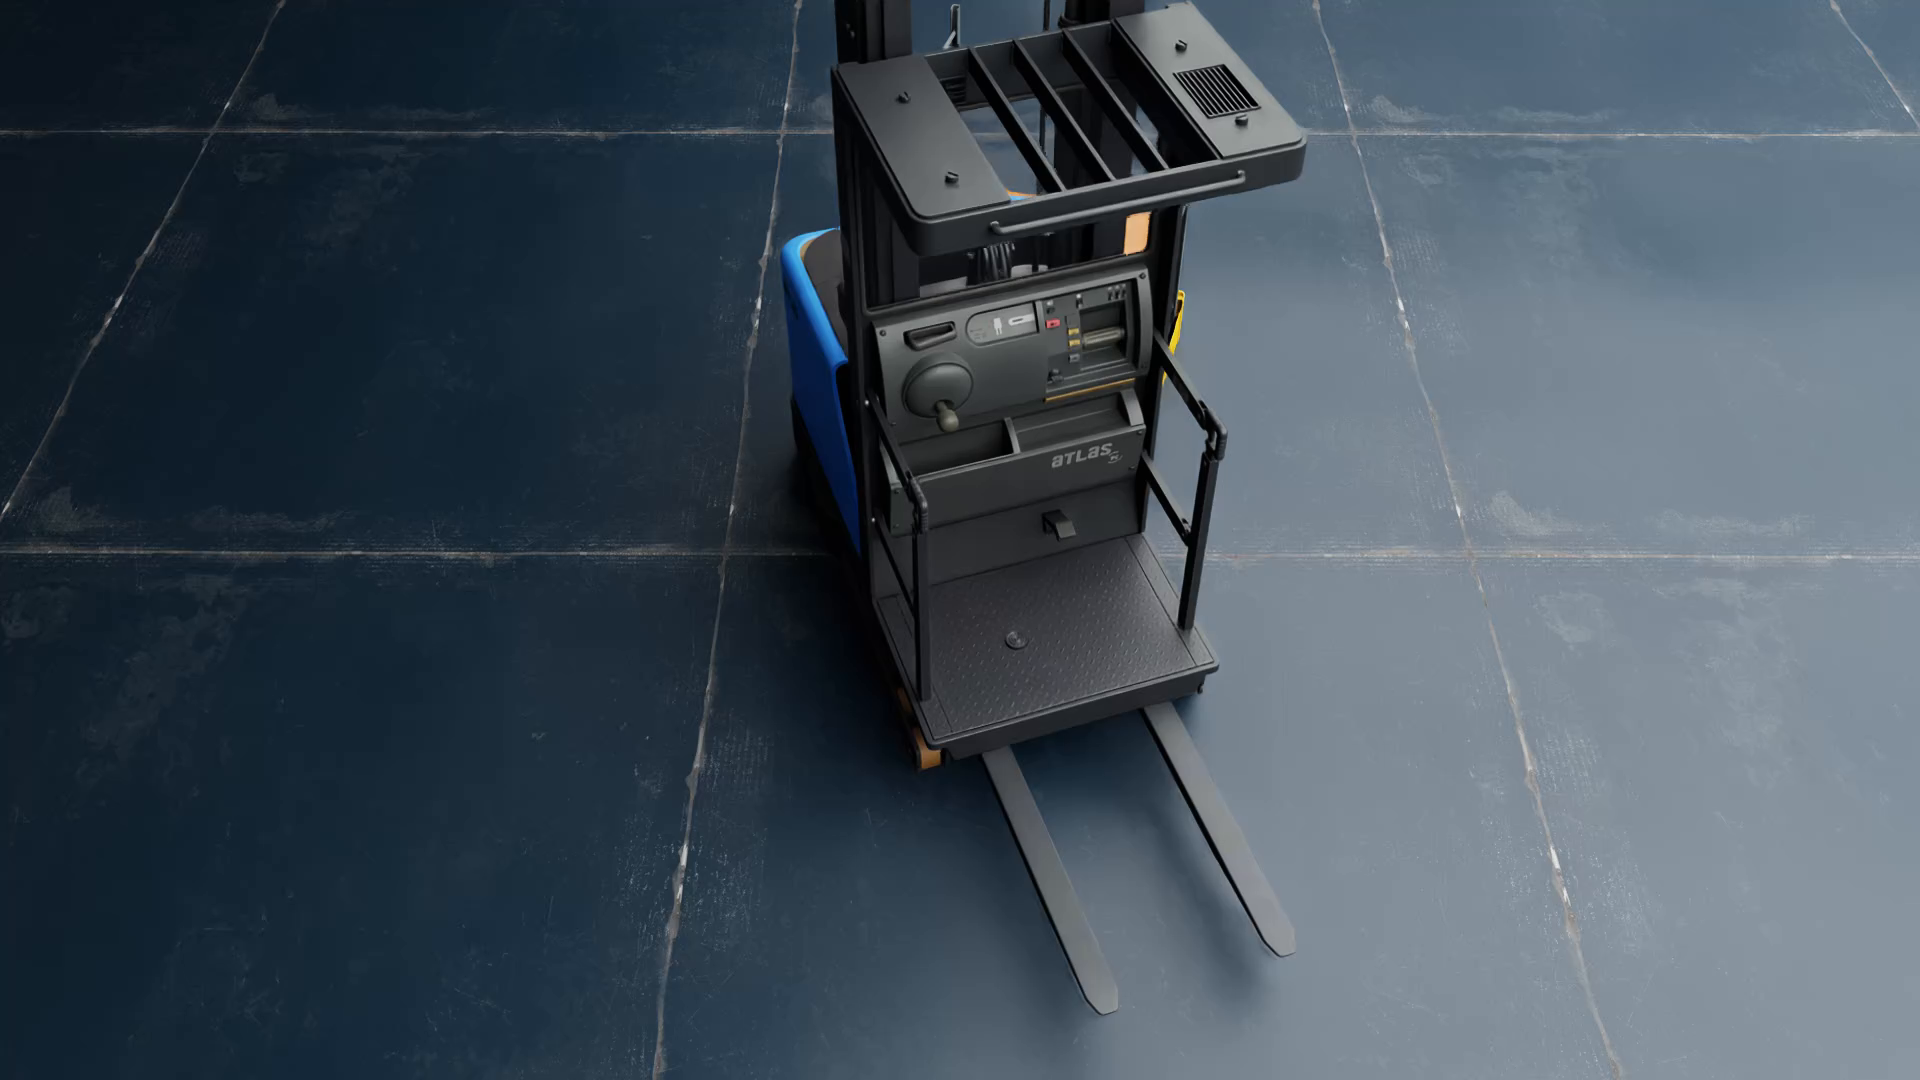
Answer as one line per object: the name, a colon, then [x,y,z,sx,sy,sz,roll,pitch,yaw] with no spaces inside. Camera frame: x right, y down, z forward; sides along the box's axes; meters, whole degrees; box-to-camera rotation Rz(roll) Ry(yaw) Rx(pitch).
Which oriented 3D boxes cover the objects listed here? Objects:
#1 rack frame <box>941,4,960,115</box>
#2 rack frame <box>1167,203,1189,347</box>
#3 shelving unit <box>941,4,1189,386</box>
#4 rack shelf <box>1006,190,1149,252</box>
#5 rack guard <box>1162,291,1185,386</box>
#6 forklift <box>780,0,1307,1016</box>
rack frame: [-0.086,-1.476,7.100,0.032,1.500,0.500,13,48,12]
rack frame: [0.884,-1.255,6.894,0.032,1.500,0.500,13,48,12]
shelving unit: [0.408,-1.364,6.995,1.083,1.500,0.587,13,48,12]
rack shelf: [0.399,-1.243,7.128,1.000,0.185,0.538,13,48,12]
rack guard: [0.883,-0.830,7.352,0.087,0.250,0.587,13,48,12]
forklift: [0.255,-0.518,5.230,1.130,2.935,3.031,-14,49,-13]
